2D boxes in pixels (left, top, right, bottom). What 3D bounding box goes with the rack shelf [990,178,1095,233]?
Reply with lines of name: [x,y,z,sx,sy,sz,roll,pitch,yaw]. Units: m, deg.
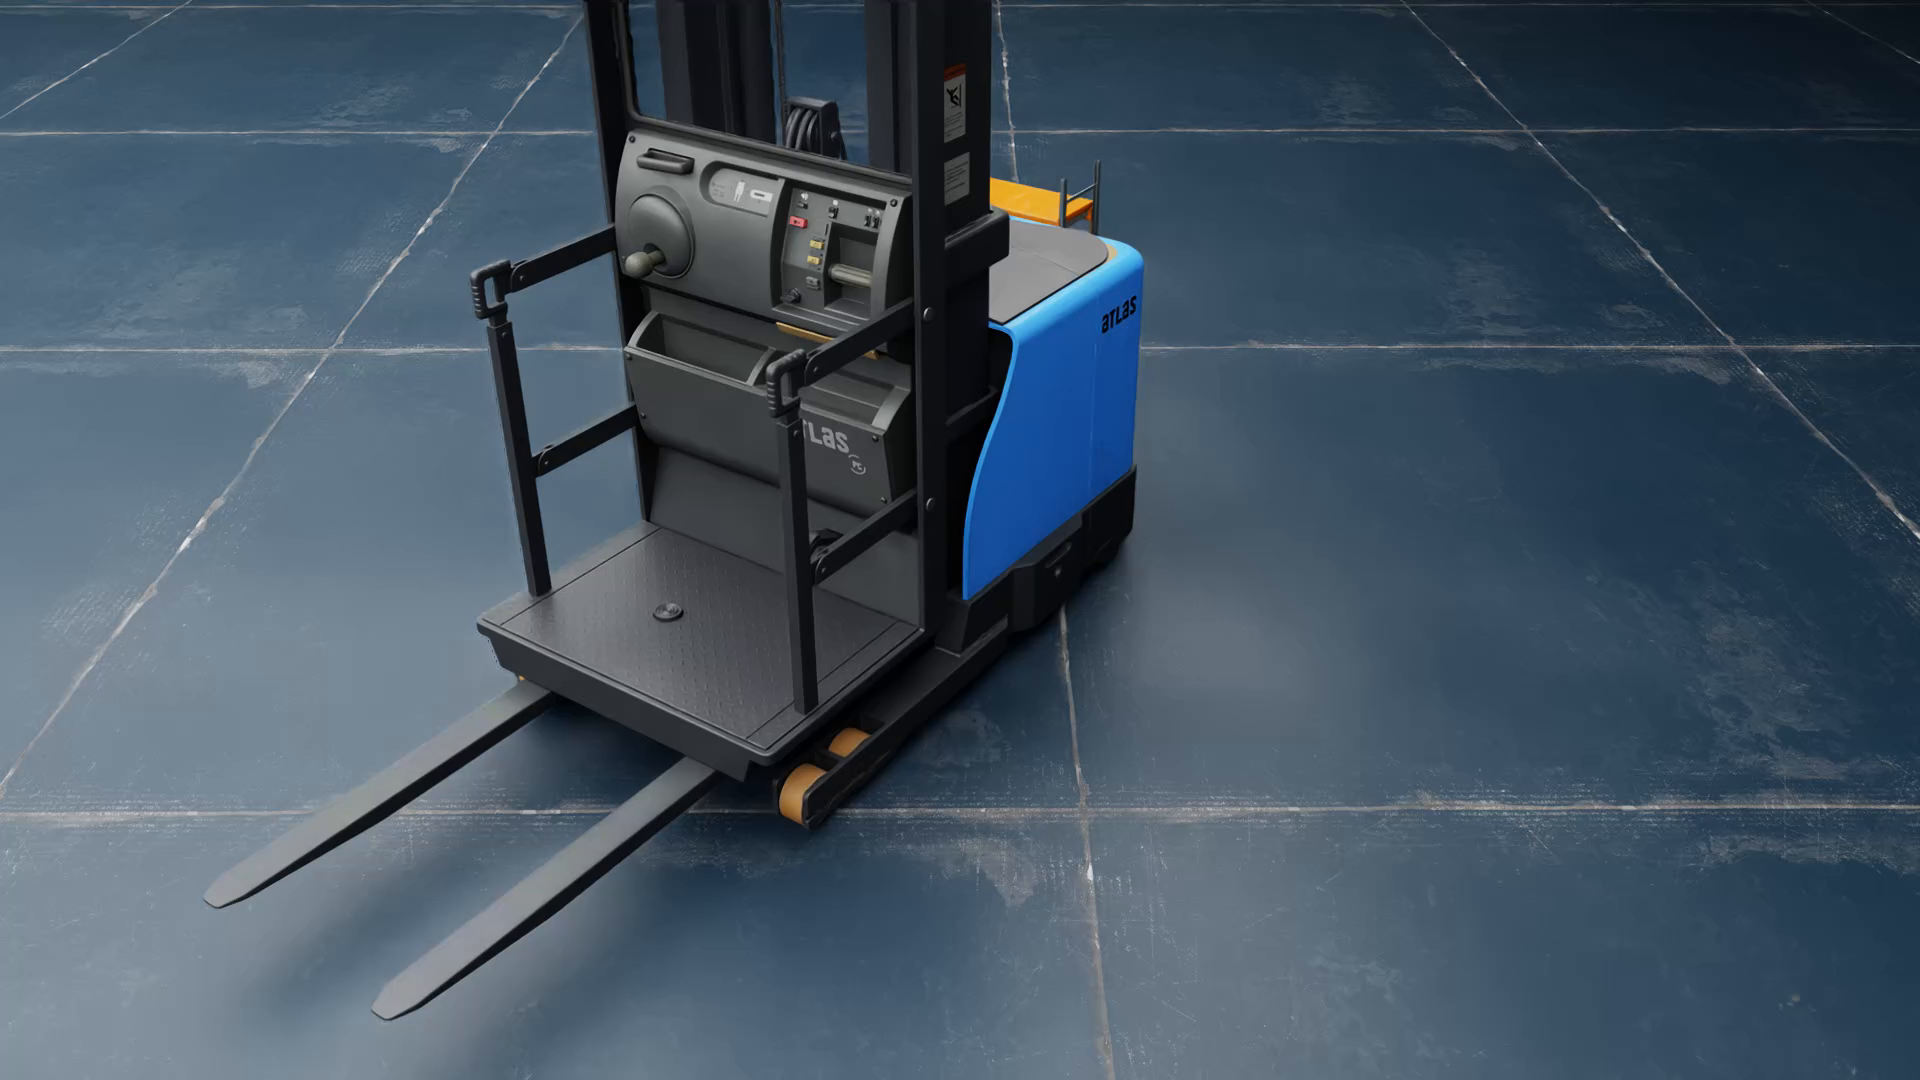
rack shelf: [0.193,-1.102,5.652,0.480,0.148,0.258,19,36,29]

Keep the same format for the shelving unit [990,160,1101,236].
shelving unit: [0.193,-0.766,5.856,0.503,1.200,0.258,19,36,29]

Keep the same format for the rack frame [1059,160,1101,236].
rack frame: [0.396,-0.695,5.739,0.015,1.200,0.240,19,36,29]

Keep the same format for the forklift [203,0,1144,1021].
forklift: [-0.657,-0.765,4.186,1.130,2.935,3.031,20,36,29]
